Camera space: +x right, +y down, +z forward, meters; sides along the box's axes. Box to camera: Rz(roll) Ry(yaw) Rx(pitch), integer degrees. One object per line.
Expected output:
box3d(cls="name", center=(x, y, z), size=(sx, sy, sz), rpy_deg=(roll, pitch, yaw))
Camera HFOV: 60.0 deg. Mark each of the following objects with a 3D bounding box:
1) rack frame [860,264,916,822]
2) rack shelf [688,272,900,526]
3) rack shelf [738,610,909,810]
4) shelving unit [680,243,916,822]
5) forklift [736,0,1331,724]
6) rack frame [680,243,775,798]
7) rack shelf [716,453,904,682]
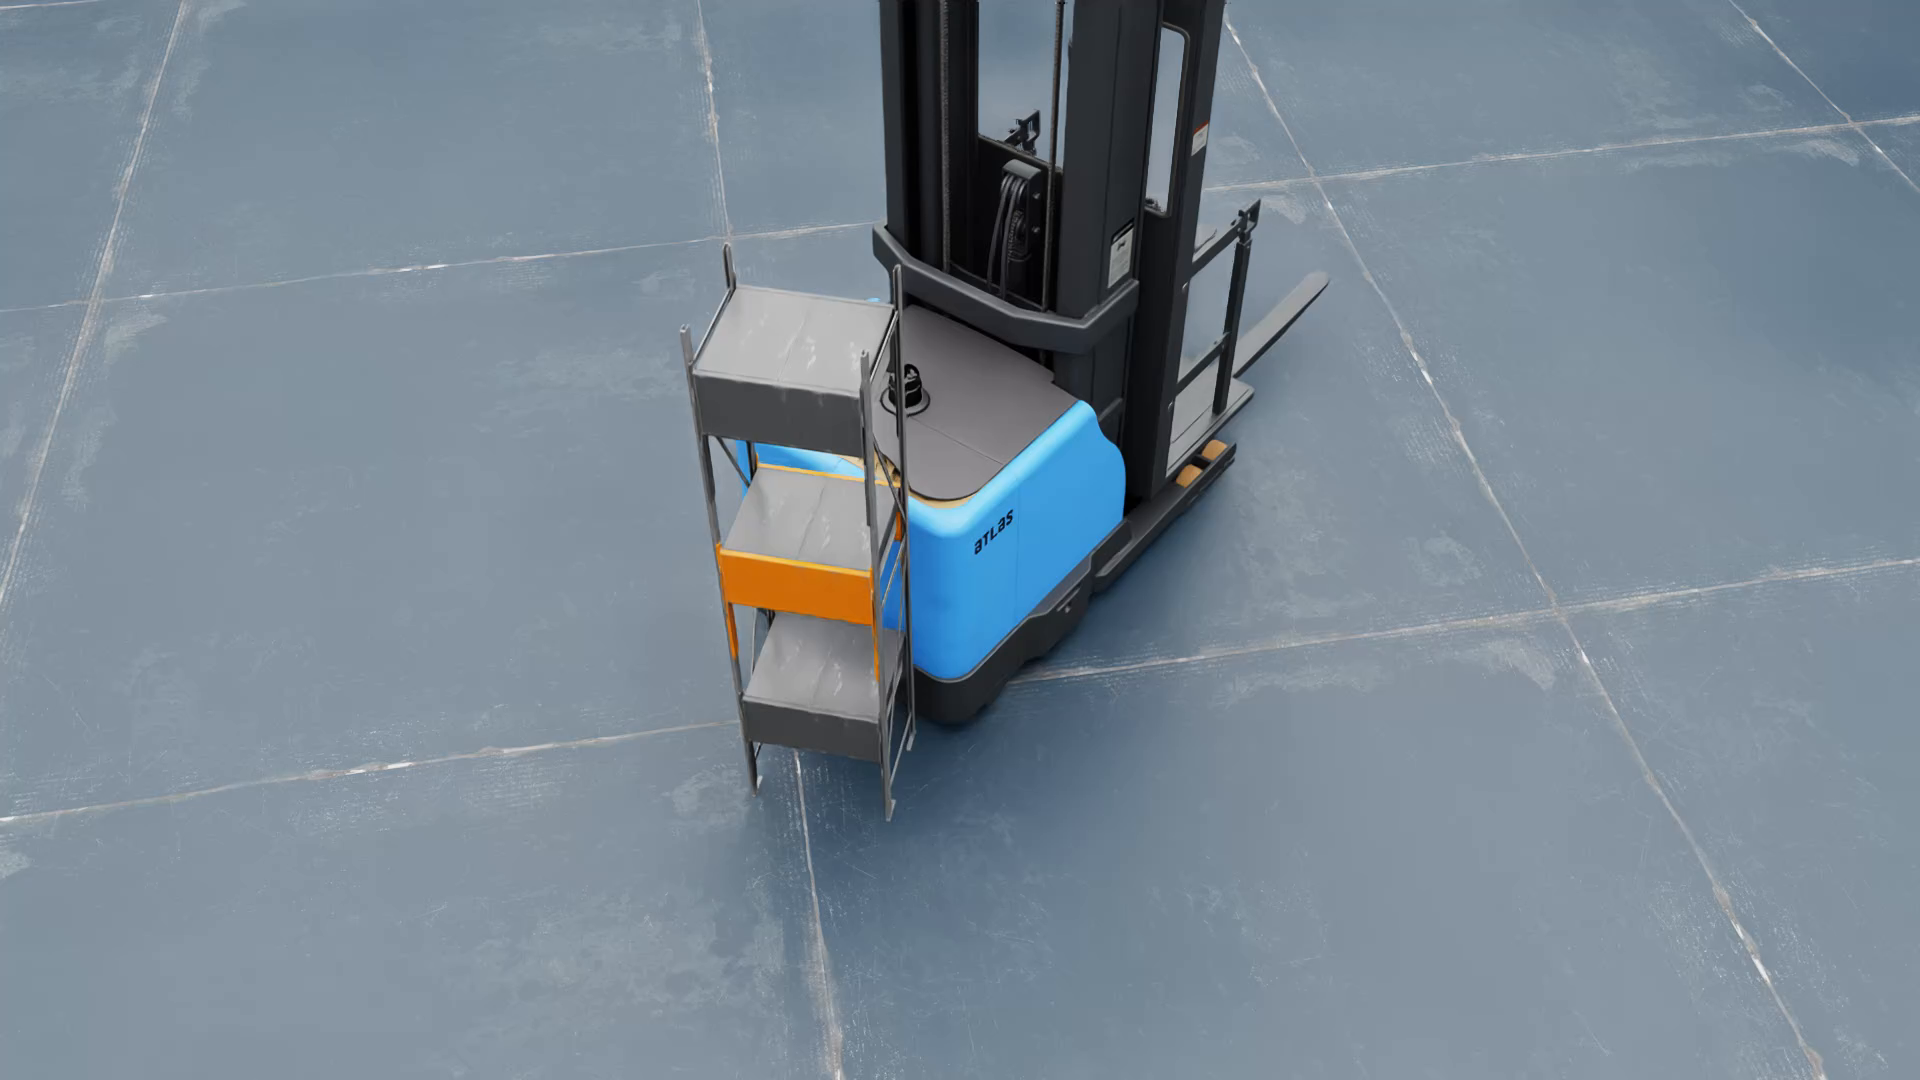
box3d(cls="rack frame", center=(-0.210, 0.114, 5.182), size=(0.015, 2.100, 0.400), rpy_deg=(9, 47, 8))
box3d(cls="rack shelf", center=(-0.449, -0.399, 4.723), size=(0.480, 0.518, 0.431), rpy_deg=(9, 47, 8))
box3d(cls="rack shelf", center=(-0.449, 0.573, 5.731), size=(0.480, 0.518, 0.431), rpy_deg=(9, 47, 8))
box3d(cls="shelving unit", center=(-0.449, 0.078, 5.217), size=(0.503, 2.100, 0.431), rpy_deg=(9, 47, 8))
box3d(cls="forklift", center=(0.501, -1.362, 6.027), size=(1.130, 2.935, 3.031), rpy_deg=(29, 53, 25))
box3d(cls="rack frame", center=(-0.688, 0.041, 5.252), size=(0.015, 2.100, 0.400), rpy_deg=(9, 47, 8))
box3d(cls="rack shelf", center=(-0.449, 0.087, 5.227), size=(0.480, 0.518, 0.431), rpy_deg=(9, 47, 8))
